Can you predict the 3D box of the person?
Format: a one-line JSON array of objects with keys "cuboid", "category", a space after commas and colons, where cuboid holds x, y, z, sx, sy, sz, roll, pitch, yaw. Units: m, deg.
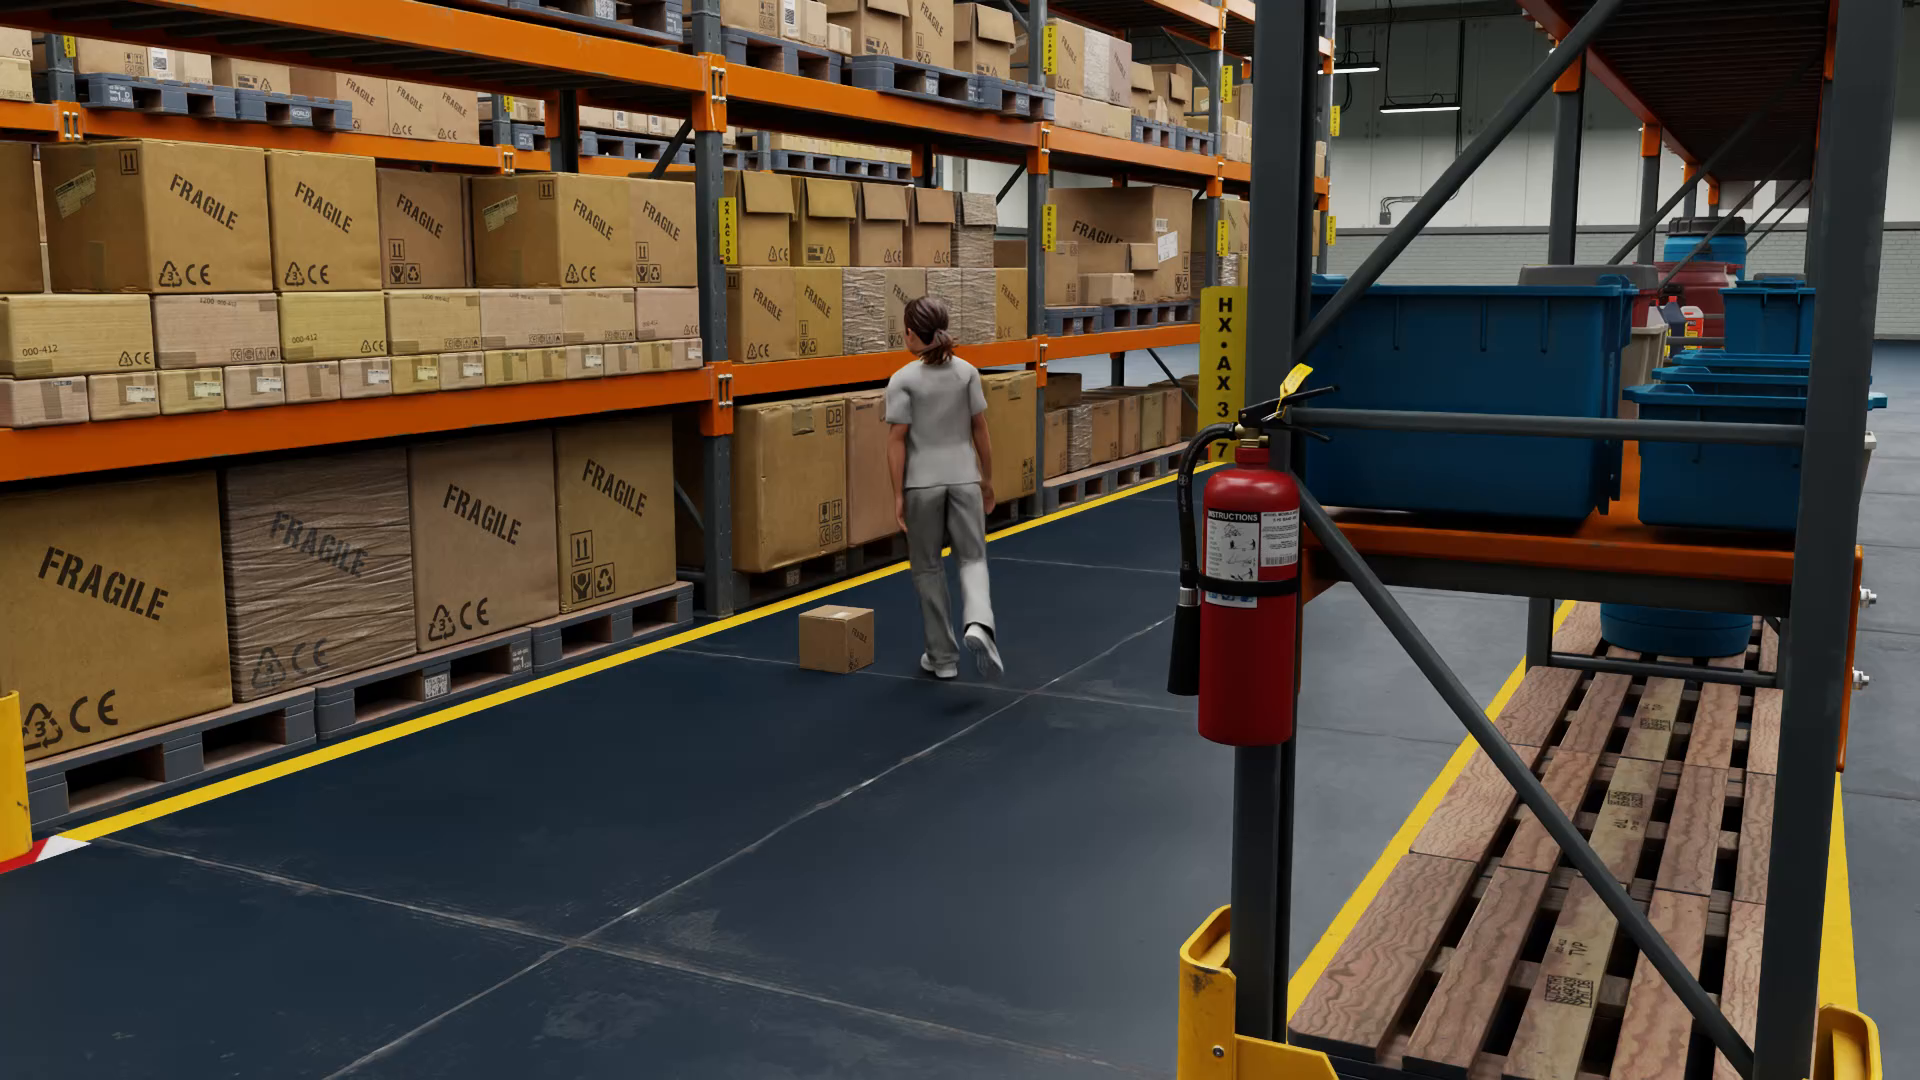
[{"cuboid": [-0.064, -0.198, 7.057, 0.513, 1.661, 0.767, -3, 10, -16], "category": "person"}]
